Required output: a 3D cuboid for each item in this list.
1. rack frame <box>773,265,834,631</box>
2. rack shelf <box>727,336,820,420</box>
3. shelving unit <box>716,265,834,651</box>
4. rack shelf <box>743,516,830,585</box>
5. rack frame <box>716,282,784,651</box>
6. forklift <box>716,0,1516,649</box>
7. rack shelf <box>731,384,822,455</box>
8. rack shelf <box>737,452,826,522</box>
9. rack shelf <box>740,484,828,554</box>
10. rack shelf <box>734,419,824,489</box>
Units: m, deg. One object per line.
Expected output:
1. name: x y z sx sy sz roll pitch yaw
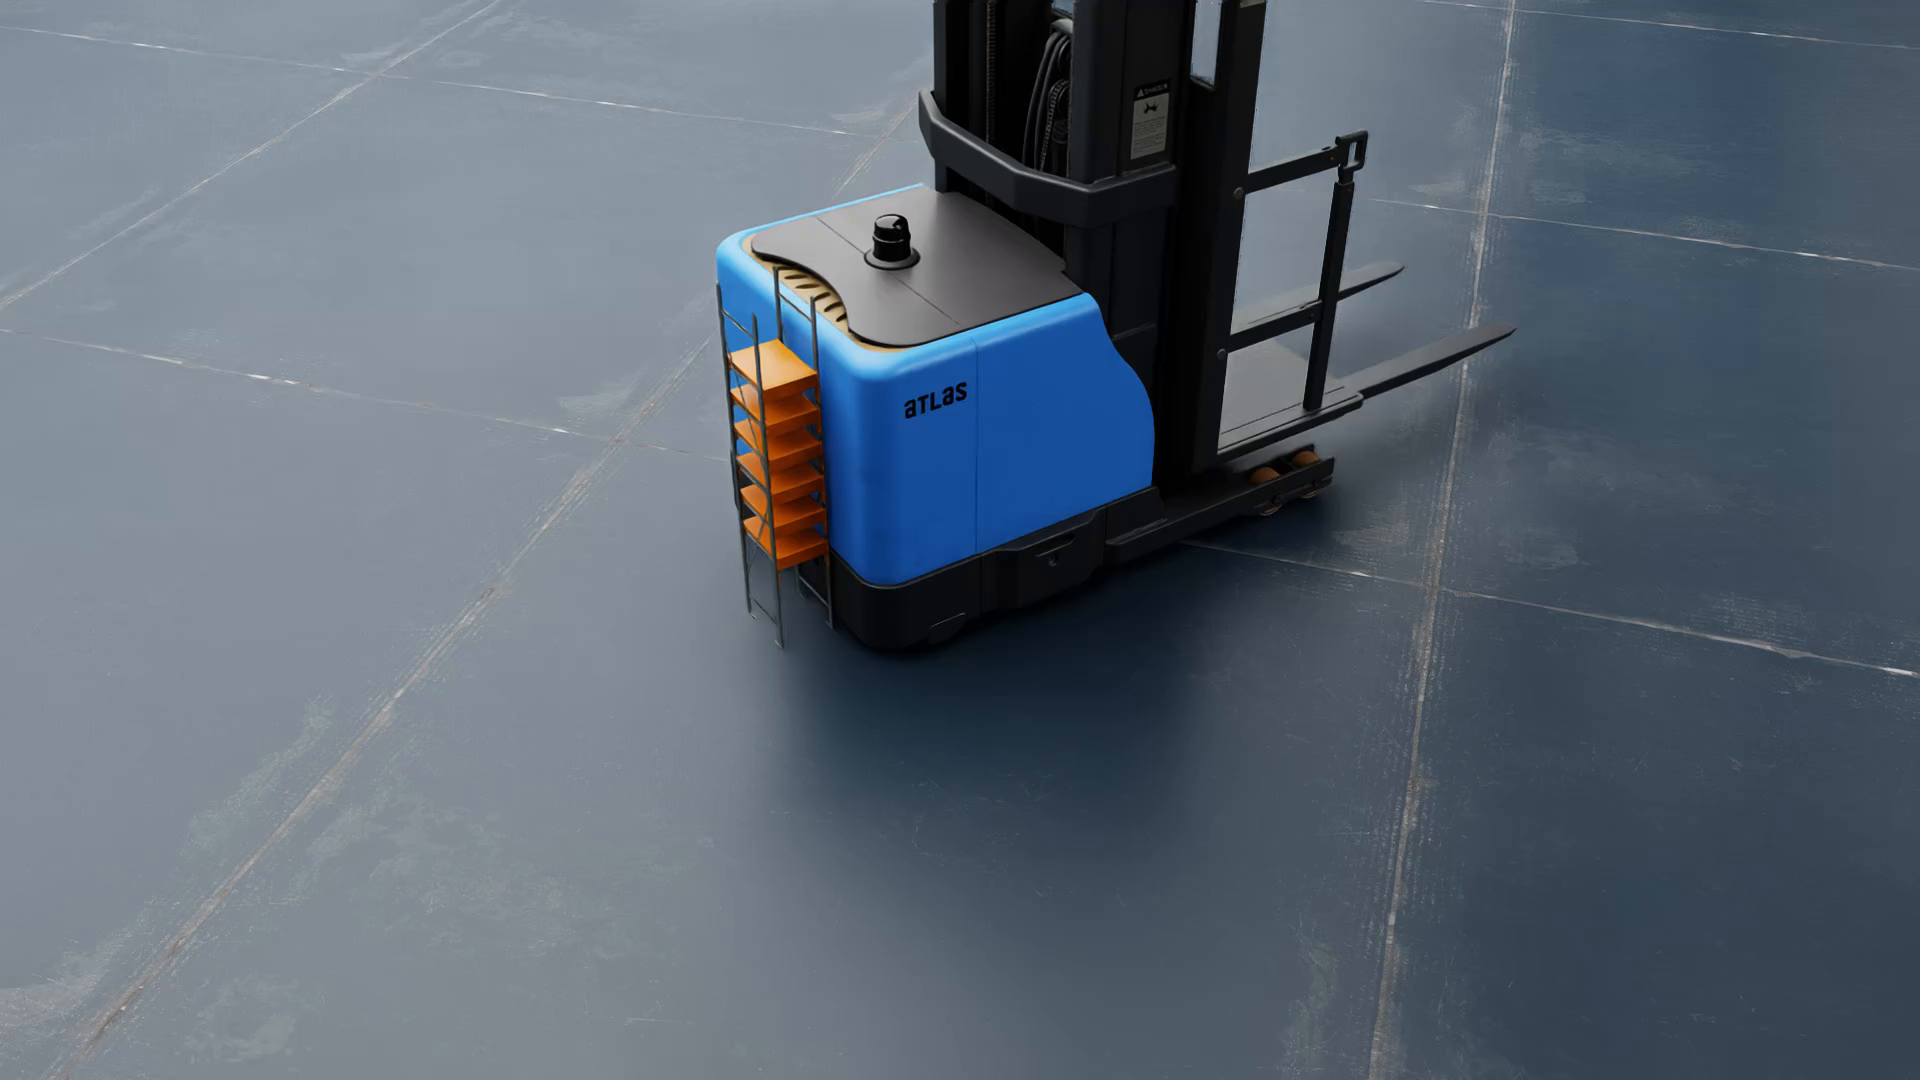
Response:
1. rack frame: -0.473 -0.251 5.078 0.006 1.200 0.240 -21 41 -26
2. rack shelf: -0.549 -0.475 4.851 0.180 0.103 0.258 -21 41 -26
3. shelving unit: -0.549 -0.221 5.038 0.189 1.200 0.258 -21 41 -26
4. rack shelf: -0.549 0.008 5.206 0.180 0.103 0.258 -21 41 -26
5. rack frame: -0.626 -0.191 4.997 0.006 1.200 0.240 -21 41 -26
6. forklift: 0.729 -1.509 5.327 3.031 2.935 1.130 -21 41 -26
7. rack shelf: -0.549 -0.378 4.922 0.180 0.103 0.258 -21 41 -26
8. rack shelf: -0.549 -0.185 5.064 0.180 0.103 0.258 -21 41 -26
9. rack shelf: -0.549 -0.088 5.135 0.180 0.103 0.258 -21 41 -26
10. rack shelf: -0.549 -0.282 4.993 0.180 0.103 0.258 -21 41 -26
